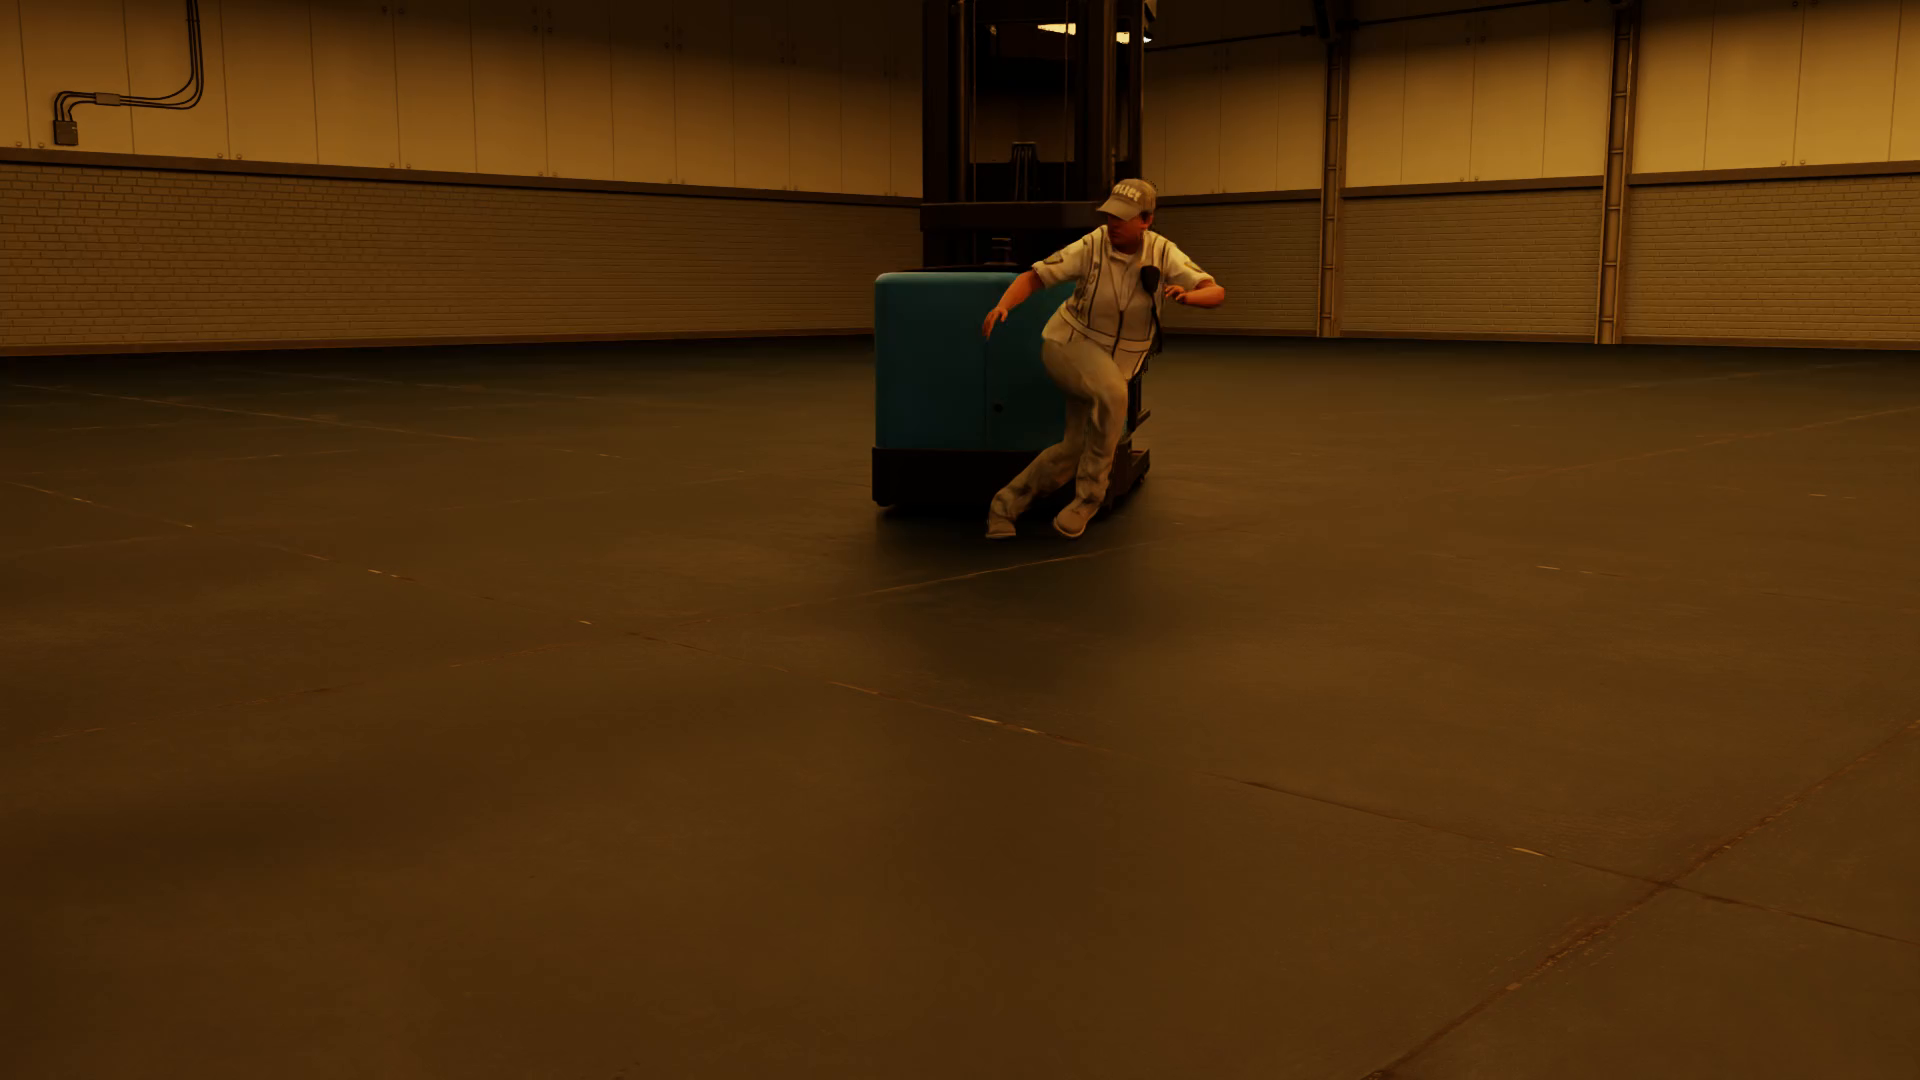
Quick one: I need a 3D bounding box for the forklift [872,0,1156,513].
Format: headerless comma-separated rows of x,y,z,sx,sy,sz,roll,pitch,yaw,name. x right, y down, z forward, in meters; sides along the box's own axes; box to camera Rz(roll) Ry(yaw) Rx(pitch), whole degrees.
0.404,-1.749,8.491,1.130,2.935,3.031,2,9,11,forklift

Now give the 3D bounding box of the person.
0.525,-0.699,6.584,0.921,1.434,0.881,-3,9,-19,person
